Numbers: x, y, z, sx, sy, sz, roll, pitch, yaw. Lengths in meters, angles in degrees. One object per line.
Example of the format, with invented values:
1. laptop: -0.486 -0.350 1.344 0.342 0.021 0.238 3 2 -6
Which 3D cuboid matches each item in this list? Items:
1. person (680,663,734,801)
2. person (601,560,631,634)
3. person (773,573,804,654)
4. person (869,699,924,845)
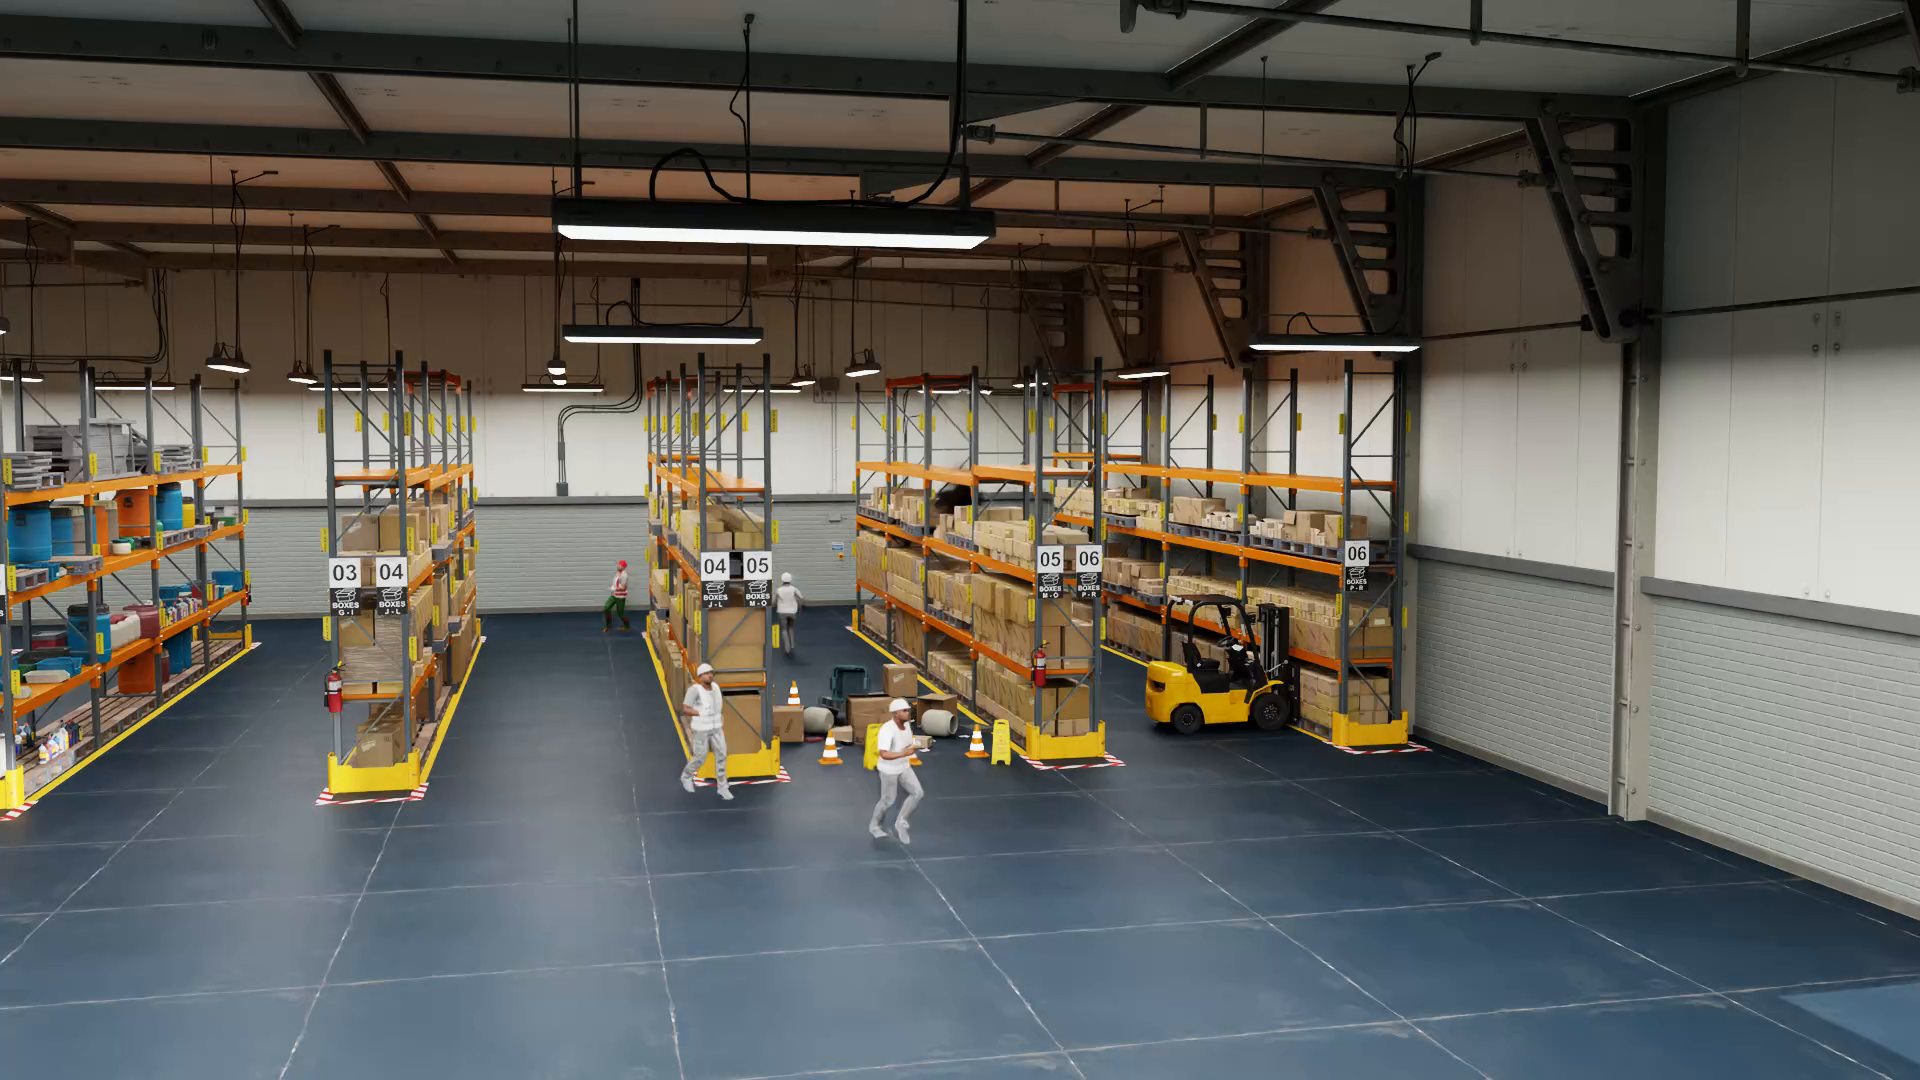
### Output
1. person: -3.413 2.554 22.268 0.864 1.816 0.697 3 5 38
2. person: -8.130 1.353 39.624 0.739 1.746 0.687 -3 5 -40
3. person: -3.748 1.611 36.112 0.626 1.811 0.734 -1 4 -18
4. person: -0.763 2.749 19.794 0.810 1.755 0.732 3 5 35
